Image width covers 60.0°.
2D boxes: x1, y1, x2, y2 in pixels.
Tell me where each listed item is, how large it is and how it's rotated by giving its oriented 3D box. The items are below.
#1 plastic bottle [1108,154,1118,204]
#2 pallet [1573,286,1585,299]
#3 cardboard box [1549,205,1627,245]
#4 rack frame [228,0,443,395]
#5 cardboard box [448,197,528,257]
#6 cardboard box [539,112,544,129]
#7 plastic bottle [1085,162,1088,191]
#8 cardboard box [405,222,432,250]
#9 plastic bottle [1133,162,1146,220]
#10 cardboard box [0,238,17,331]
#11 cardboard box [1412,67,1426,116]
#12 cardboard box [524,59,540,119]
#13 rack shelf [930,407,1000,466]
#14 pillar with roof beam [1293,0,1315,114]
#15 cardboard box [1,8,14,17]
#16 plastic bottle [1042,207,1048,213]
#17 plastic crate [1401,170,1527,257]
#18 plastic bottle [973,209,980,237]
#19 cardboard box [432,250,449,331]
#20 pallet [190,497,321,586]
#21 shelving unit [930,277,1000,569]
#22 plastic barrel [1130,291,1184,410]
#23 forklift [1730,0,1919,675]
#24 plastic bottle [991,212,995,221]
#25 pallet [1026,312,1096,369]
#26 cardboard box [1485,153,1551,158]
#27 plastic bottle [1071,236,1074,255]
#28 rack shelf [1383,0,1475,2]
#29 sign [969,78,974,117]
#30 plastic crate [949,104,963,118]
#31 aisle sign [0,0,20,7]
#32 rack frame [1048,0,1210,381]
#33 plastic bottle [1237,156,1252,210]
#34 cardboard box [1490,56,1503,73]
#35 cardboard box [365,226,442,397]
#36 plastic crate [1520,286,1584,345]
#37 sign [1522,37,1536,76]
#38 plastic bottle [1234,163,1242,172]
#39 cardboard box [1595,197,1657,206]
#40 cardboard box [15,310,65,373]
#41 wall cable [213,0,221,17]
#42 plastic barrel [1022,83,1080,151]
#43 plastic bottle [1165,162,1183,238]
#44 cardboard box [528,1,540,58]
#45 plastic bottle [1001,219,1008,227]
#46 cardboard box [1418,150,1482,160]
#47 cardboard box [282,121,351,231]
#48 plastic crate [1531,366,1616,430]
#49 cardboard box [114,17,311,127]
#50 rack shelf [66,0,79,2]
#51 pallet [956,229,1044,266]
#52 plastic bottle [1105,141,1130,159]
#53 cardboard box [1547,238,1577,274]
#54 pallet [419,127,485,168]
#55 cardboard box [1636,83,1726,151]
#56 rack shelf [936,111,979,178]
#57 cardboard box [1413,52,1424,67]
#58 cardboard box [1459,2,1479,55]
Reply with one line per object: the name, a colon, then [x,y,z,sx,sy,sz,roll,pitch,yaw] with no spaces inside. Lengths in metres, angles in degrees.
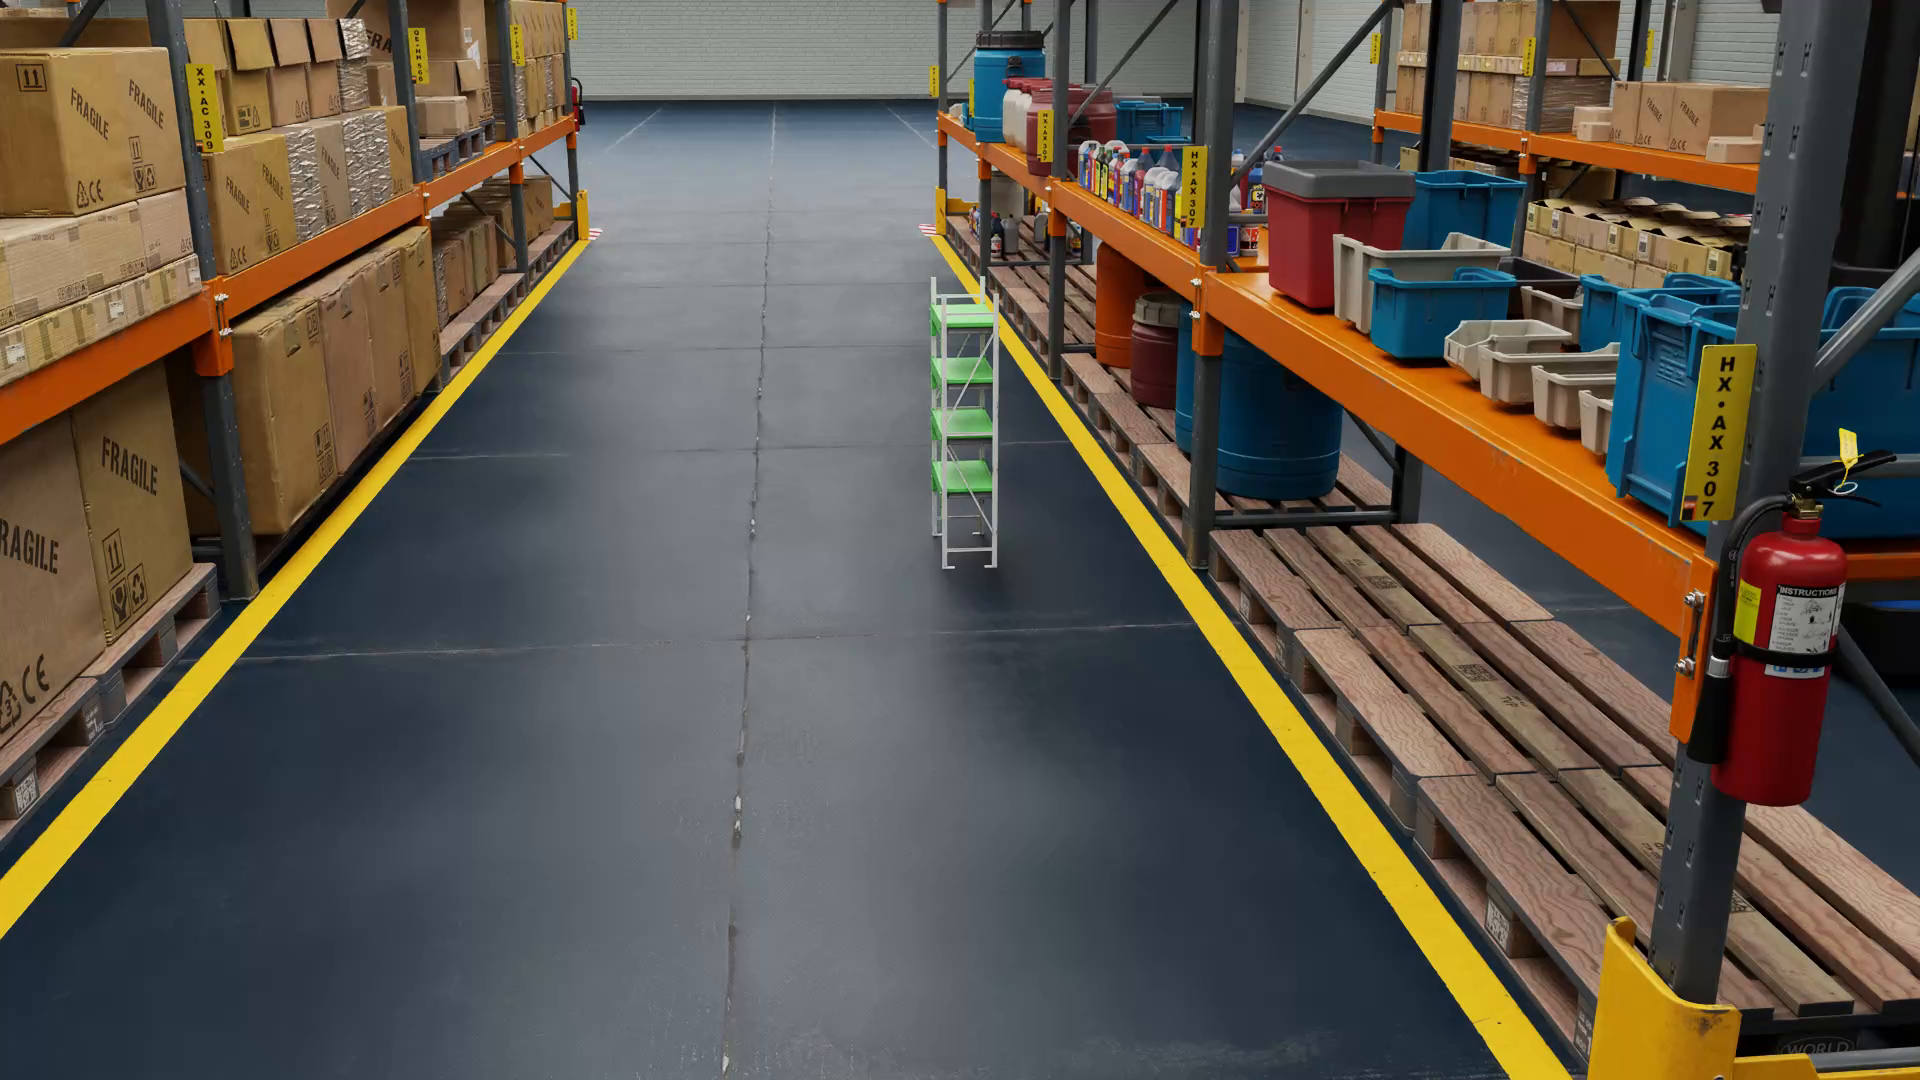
plastic bottle: [0.884,-2.037,9.372,0.097,0.271,0.097,0,17,0]
pallet: [5.721,-2.314,14.694,1.003,0.211,1.213,-2,18,-6]
cardboard box: [5.447,-2.738,14.345,0.500,0.311,0.500,-2,18,-6]
rack frame: [-3.835,-2.366,10.205,1.000,3.000,0.127,-2,18,-6]
cardboard box: [-4.316,-2.856,15.239,0.500,0.500,0.500,4,18,12]
cardboard box: [-4.139,-3.957,15.694,0.380,0.149,0.250,-2,18,-6]
plastic bottle: [0.809,-2.221,10.074,0.097,0.201,0.097,0,17,0]
cardboard box: [-3.999,-2.097,11.536,0.500,0.250,0.500,0,17,1]
plastic bottle: [0.945,-1.815,8.644,0.061,0.283,0.133,-2,18,-6]
cardboard box: [-2.959,-0.664,4.537,0.500,0.250,0.500,-2,18,-7]
cardboard box: [5.288,-4.806,17.811,0.700,0.500,0.500,-1,17,-4]
cardboard box: [-4.249,-4.033,14.852,0.875,0.500,0.500,-2,18,-6]
rack shelf: [0.017,-0.462,7.359,0.258,0.148,0.480,-2,18,-6]
pillar with roof beam: [4.295,-14.906,40.134,9.100,9.000,0.400,-2,18,-6]
cardboard box: [-9.534,-4.769,15.807,0.875,0.550,0.550,-2,18,-6]
plastic bottle: [0.890,-3.203,16.685,0.152,0.276,0.135,-2,18,-5]
plastic crate: [1.891,-1.219,6.480,0.392,0.384,0.575,-2,18,-6]
plastic bottle: [0.178,-3.158,16.550,0.097,0.271,0.097,0,17,0]
cardboard box: [-3.994,-1.747,11.672,0.700,0.500,0.500,-3,18,-10]
pallet: [-3.577,-0.071,7.551,1.003,0.211,1.213,-2,18,-6]
shelving unit: [0.017,-0.523,7.340,0.258,1.200,0.503,-2,18,-6]
plastic barrel: [1.275,-1.087,9.456,0.600,0.588,0.708,-2,18,-6]
forklift: [3.863,-1.292,6.899,1.130,2.935,3.031,2,18,6]
plastic bottle: [0.306,-2.897,15.584,0.144,0.351,0.185,-3,18,-8]
pallet: [1.050,-1.420,11.849,1.003,0.211,1.213,-2,18,-6]
cardboard box: [5.713,-3.703,17.103,0.500,0.500,0.500,-2,18,-6]
plastic bottle: [1.071,-2.724,15.283,0.097,0.201,0.097,0,17,0]
rack shelf: [5.400,-5.546,16.528,1.077,0.370,4.000,-2,18,-6]
sign: [0.130,-3.829,14.403,0.100,0.325,0.005,-2,18,-6]
plastic crate: [0.038,-4.500,17.443,0.298,0.136,0.250,-2,18,-6]
aisle sign: [-9.910,-5.878,17.053,0.394,0.787,0.004,-2,18,-6]
rack frame: [1.091,-2.519,10.692,1.000,3.000,0.127,-2,18,-6]
plastic bottle: [1.551,-1.956,9.093,0.061,0.283,0.133,-2,18,-6]
cardboard box: [5.284,-4.524,15.829,0.380,0.149,0.250,-2,18,-6]
cardboard box: [-3.785,-1.346,9.803,1.225,0.875,0.875,-3,18,-8]
plastic crate: [1.982,-0.720,5.304,0.293,0.136,0.466,-2,18,-6]
sign: [5.054,-4.296,14.774,0.100,0.325,0.005,-2,18,-6]
plastic bottle: [1.625,-2.068,9.588,0.097,0.201,0.097,0,17,0]
cardboard box: [5.933,-2.907,14.881,0.500,0.311,0.500,-2,18,-6]
cardboard box: [-2.933,-0.591,4.970,0.380,0.149,0.250,-2,18,-7]
wall cable: [-22.362,-15.291,46.542,3.097,2.526,0.112,-2,18,-6]
plastic barrel: [0.679,-3.136,12.431,0.433,0.535,0.433,0,17,0]
plastic bottle: [1.064,-1.622,7.919,0.144,0.351,0.185,-2,18,-6]
cardboard box: [-4.146,-4.664,15.192,0.500,0.500,0.500,-2,18,-6]
plastic bottle: [0.450,-2.873,15.634,0.152,0.276,0.135,-2,18,-6]
cardboard box: [5.145,-3.836,17.526,0.500,0.500,0.500,-2,18,-6]
cardboard box: [-3.384,-1.819,8.297,0.500,0.500,0.500,-1,17,-5]
plastic crate: [1.636,-0.362,4.163,0.396,0.136,0.243,-2,18,-6]
cardboard box: [-3.636,-2.280,8.090,0.797,0.503,0.637,-1,17,-4]
rack shelf: [-9.398,-5.118,15.165,1.077,0.370,4.000,-2,18,-6]
pallet: [0.522,-2.946,16.708,1.003,0.211,1.213,-2,18,-6]
plastic bottle: [0.965,-2.325,10.283,0.152,0.276,0.135,-2,18,-6]
cardboard box: [5.452,-2.471,14.429,0.500,0.250,0.500,-1,17,-4]
pallet: [-4.080,-2.863,12.108,1.003,0.211,1.213,-2,18,-6]
cardboard box: [5.775,-3.375,13.251,0.500,0.500,0.500,-2,18,-6]
rack shelf: [0.472,-3.963,16.494,1.077,0.370,4.000,-2,18,-6]
cardboard box: [5.074,-5.135,17.775,0.380,0.149,0.250,-2,18,-5]
cardboard box: [5.398,-5.110,16.612,0.700,0.500,0.500,-2,18,-6]
